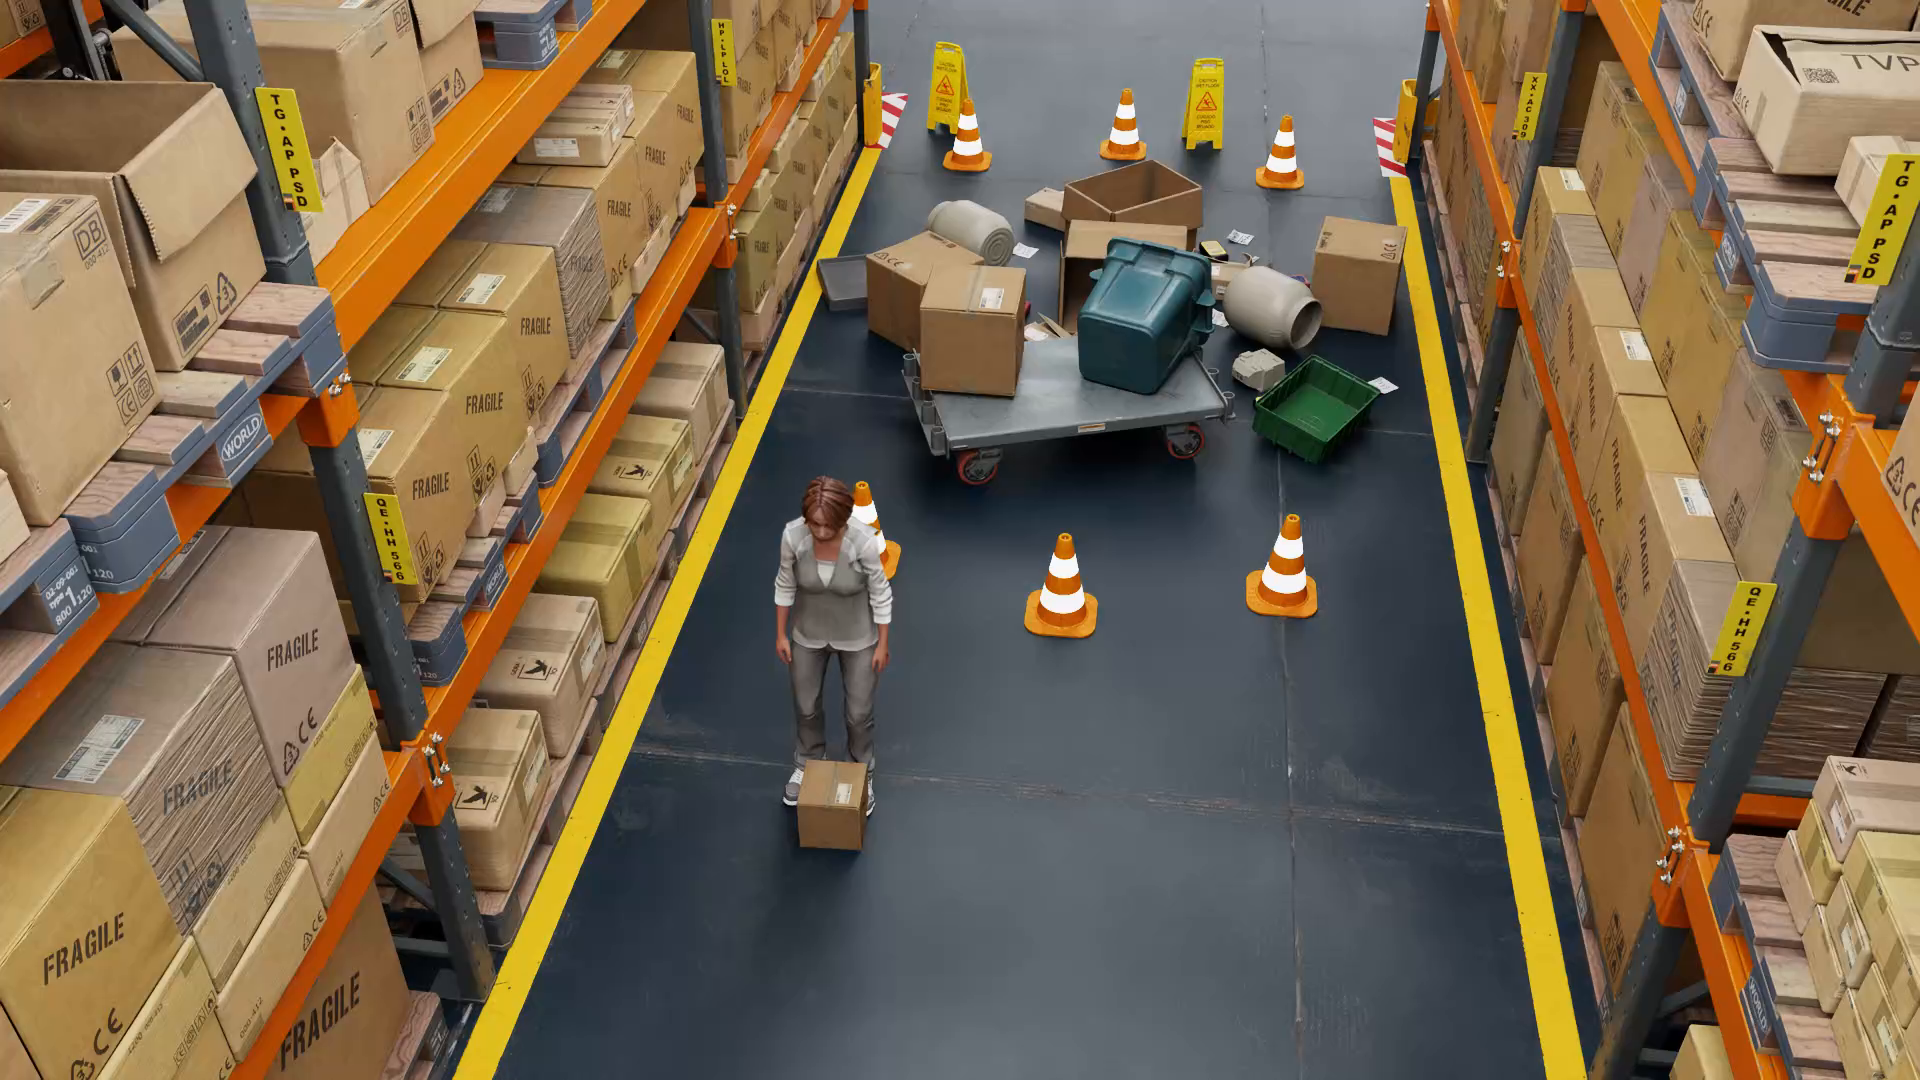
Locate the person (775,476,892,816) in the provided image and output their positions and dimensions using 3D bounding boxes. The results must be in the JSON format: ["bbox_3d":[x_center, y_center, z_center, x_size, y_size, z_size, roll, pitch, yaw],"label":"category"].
[{"bbox_3d":[-0.493,0.399,6.509,0.461,1.593,0.365,5,37,6],"label":"person"}]
